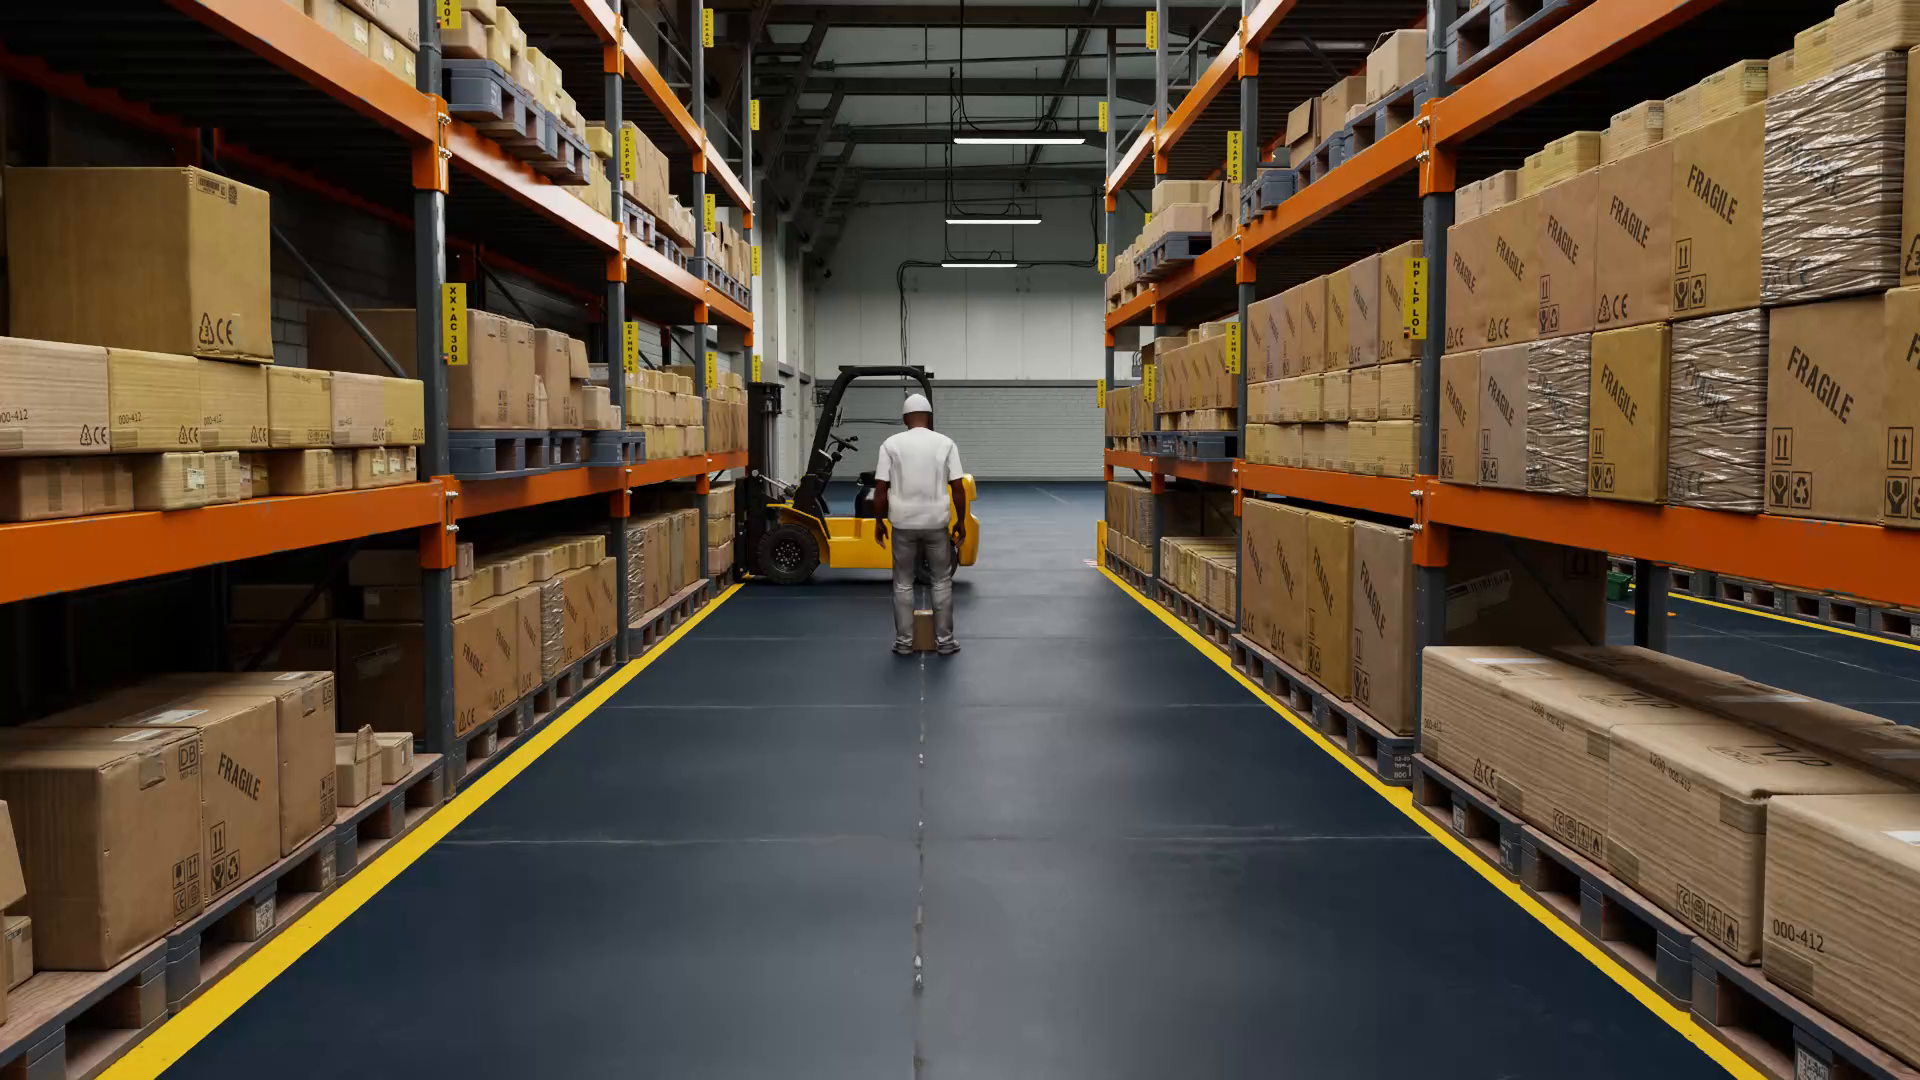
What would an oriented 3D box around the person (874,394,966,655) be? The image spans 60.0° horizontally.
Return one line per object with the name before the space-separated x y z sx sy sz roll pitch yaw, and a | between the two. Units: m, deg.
person | -0.270 -0.110 11.294 0.626 1.761 0.459 0 4 -1
